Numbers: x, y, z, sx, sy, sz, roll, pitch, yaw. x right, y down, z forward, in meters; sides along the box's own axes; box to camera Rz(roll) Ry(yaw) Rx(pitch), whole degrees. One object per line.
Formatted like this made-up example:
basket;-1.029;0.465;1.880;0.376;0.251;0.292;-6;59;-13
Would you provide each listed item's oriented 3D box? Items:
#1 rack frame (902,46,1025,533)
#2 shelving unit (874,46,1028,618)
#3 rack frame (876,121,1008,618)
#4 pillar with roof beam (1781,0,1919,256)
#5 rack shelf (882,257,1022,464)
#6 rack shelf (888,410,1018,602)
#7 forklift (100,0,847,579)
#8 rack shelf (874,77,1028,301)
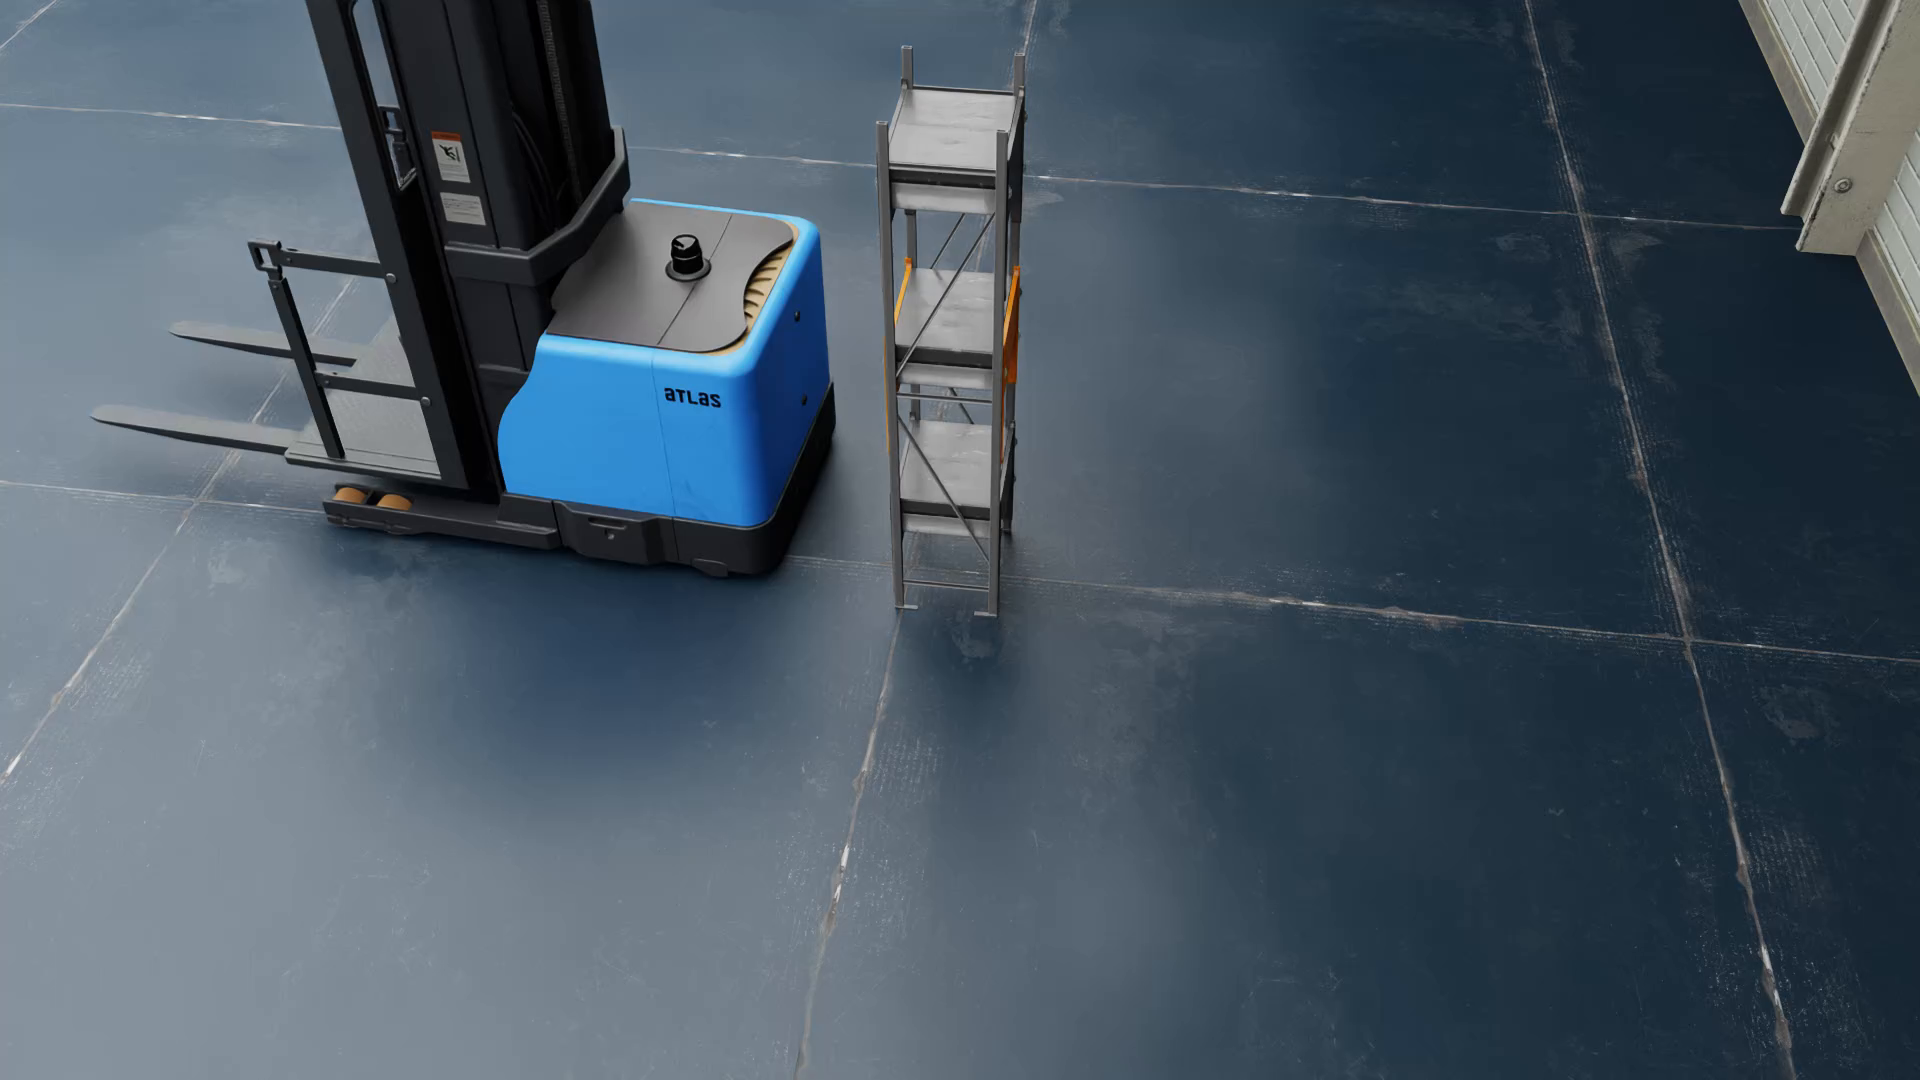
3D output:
rack frame;0.010;-0.816;6.085;0.400;2.100;0.015;5;44;6
shelving unit;-0.022;-0.650;5.909;0.431;2.100;0.503;5;44;6
rack frame;-0.054;-0.483;5.733;0.400;2.100;0.015;5;44;6
pillar with roof beam;0.078;-5.215;5.713;9.100;9.000;0.400;5;44;6
rack shelf;-0.022;-0.640;5.918;0.431;0.518;0.480;5;44;6
rack shelf;-0.022;-0.131;6.400;0.431;0.518;0.480;5;44;6
forklift;-2.057;-1.425;6.124;3.031;2.935;1.130;8;44;9
rack shelf;-0.022;-1.148;5.437;0.431;0.518;0.480;5;44;6
